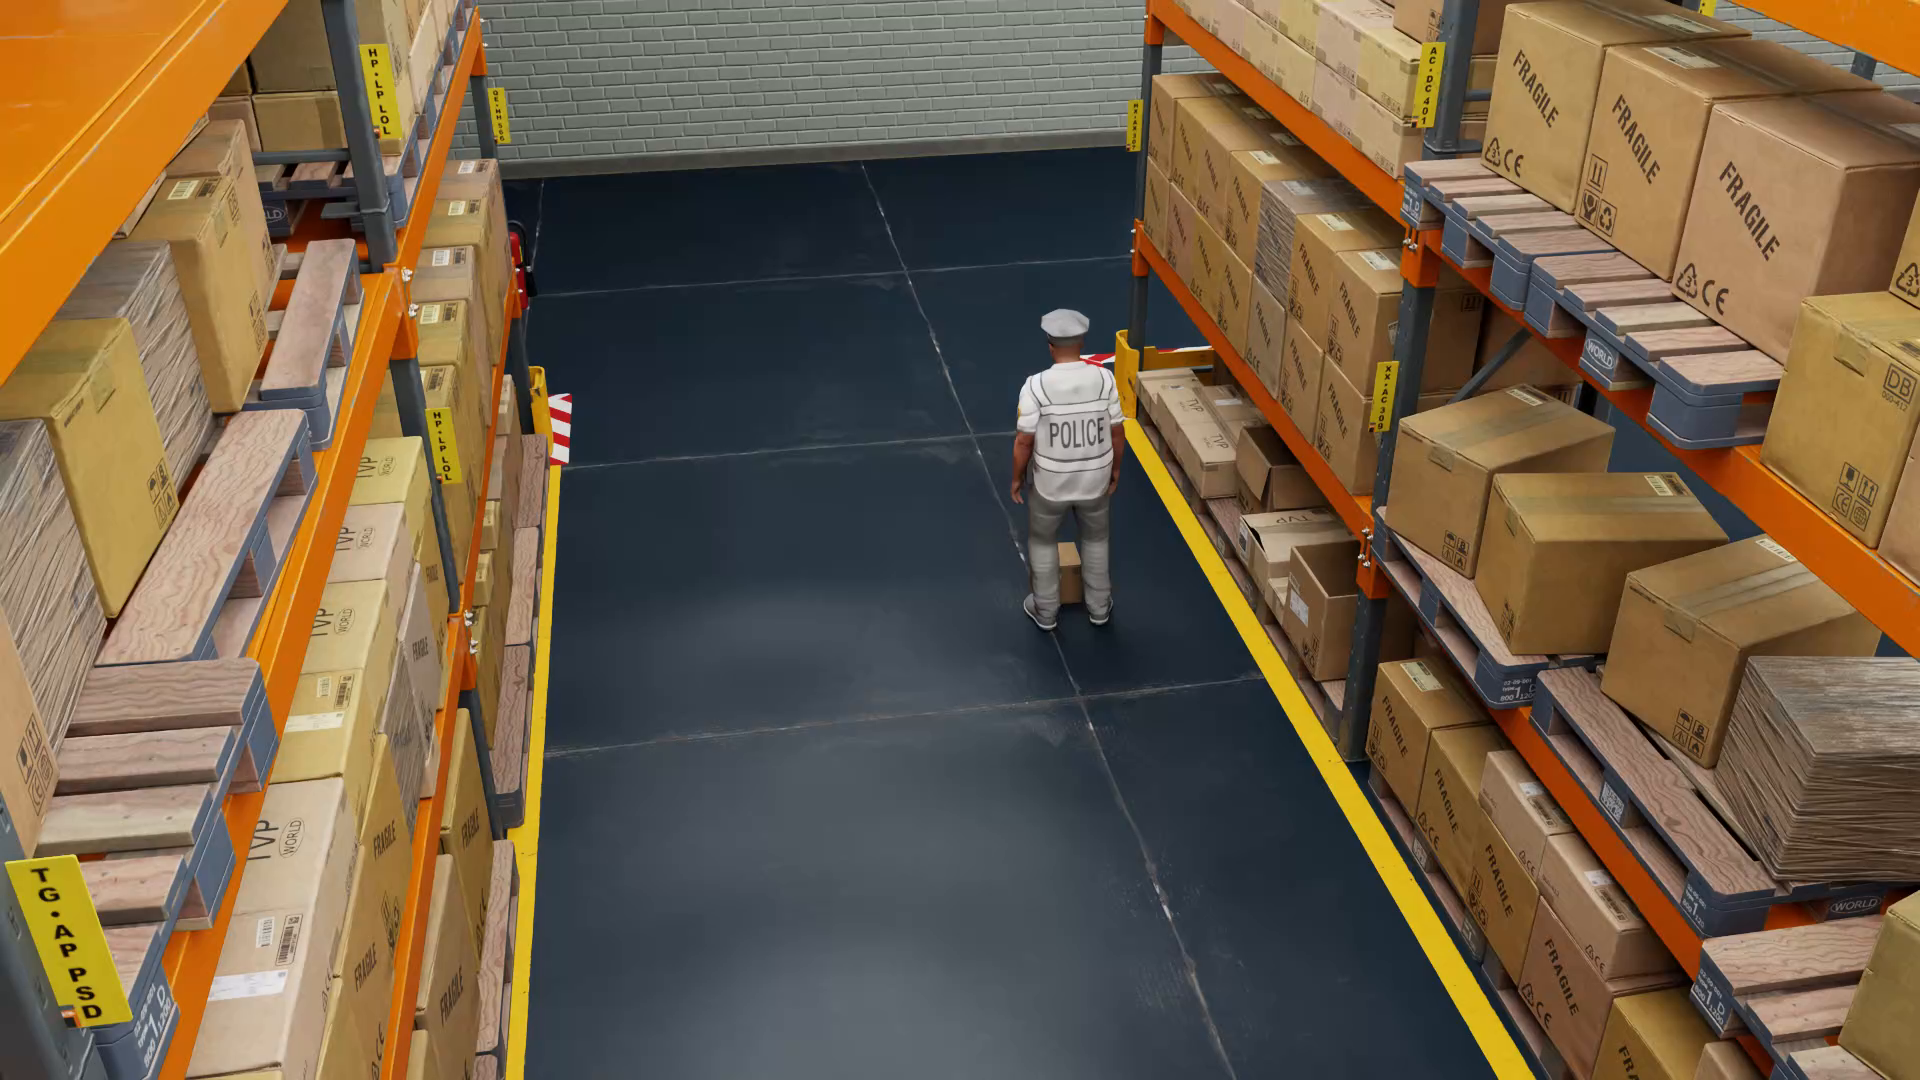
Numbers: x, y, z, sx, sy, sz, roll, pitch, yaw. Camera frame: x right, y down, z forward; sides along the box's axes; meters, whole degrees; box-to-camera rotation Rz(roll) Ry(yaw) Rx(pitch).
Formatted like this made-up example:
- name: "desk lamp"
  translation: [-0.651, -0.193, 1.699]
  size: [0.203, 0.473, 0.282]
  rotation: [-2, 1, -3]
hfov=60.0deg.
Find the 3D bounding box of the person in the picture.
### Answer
- name: "person"
  translation: [0.569, -0.321, 8.673]
  size: [0.605, 1.751, 0.428]
  rotation: [-5, 31, -9]
